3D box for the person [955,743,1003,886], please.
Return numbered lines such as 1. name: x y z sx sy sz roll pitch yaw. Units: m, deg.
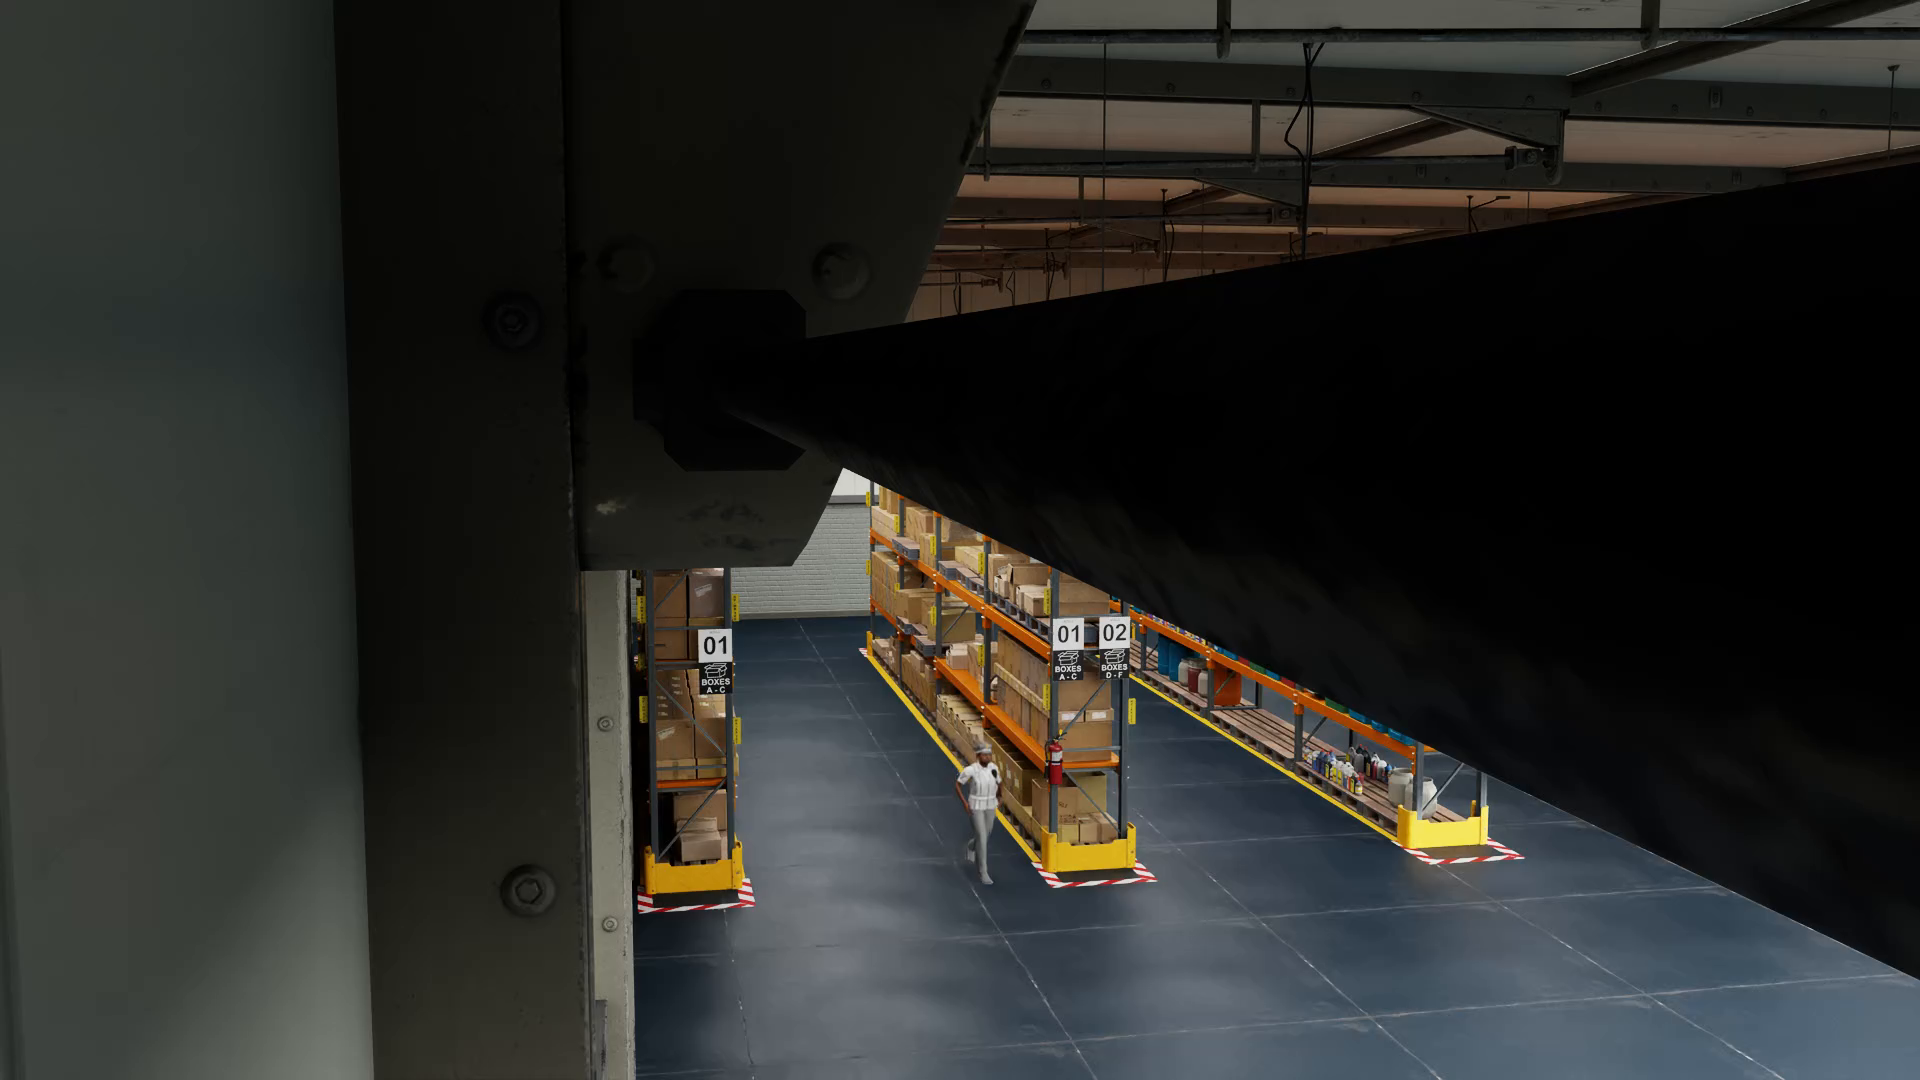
1. person: 0.266 3.342 20.673 0.616 1.700 0.882 -3 7 -28
